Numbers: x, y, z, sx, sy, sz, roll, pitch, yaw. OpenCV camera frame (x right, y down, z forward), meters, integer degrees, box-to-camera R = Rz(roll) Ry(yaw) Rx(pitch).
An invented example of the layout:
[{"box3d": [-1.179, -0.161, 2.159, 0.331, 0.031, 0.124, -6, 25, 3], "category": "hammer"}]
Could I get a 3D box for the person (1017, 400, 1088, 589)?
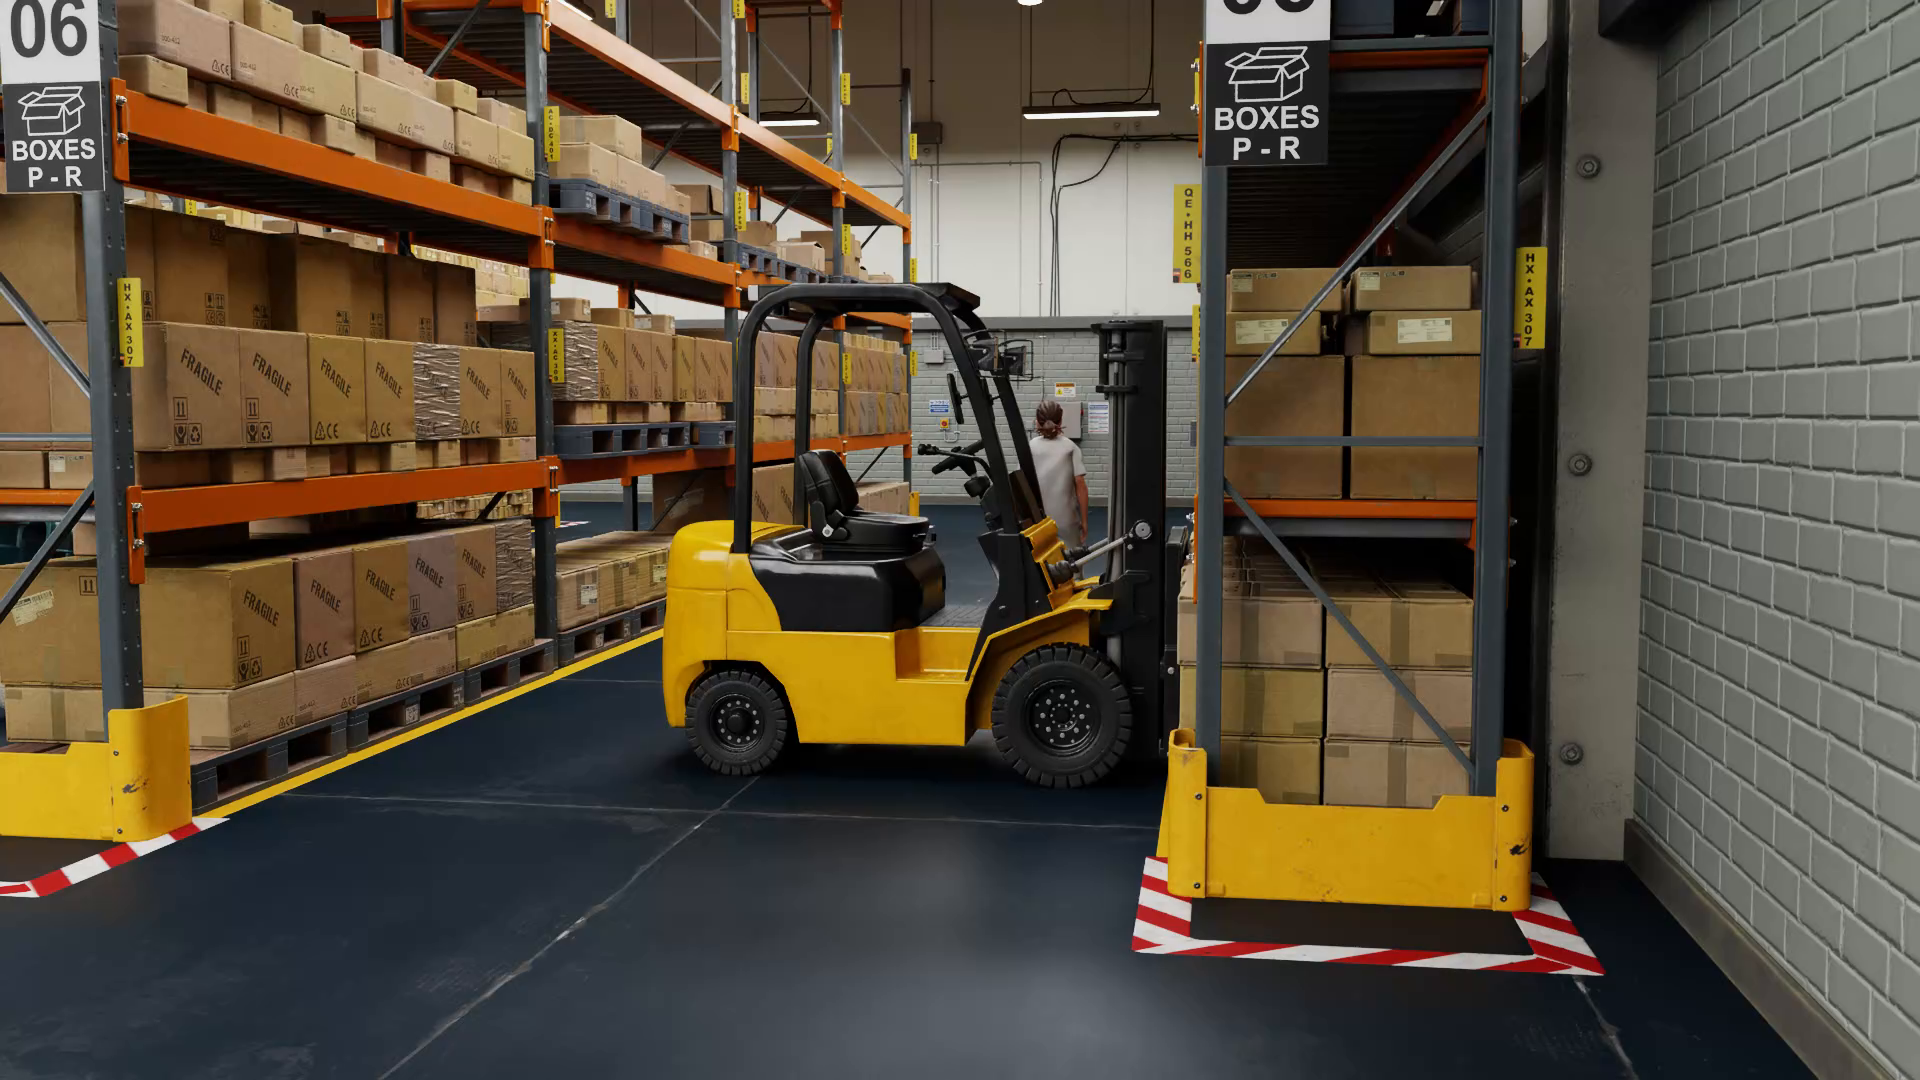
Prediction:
[{"box3d": [0.615, -0.089, 11.015, 0.513, 1.668, 0.359, 0, 5, 5], "category": "person"}]
